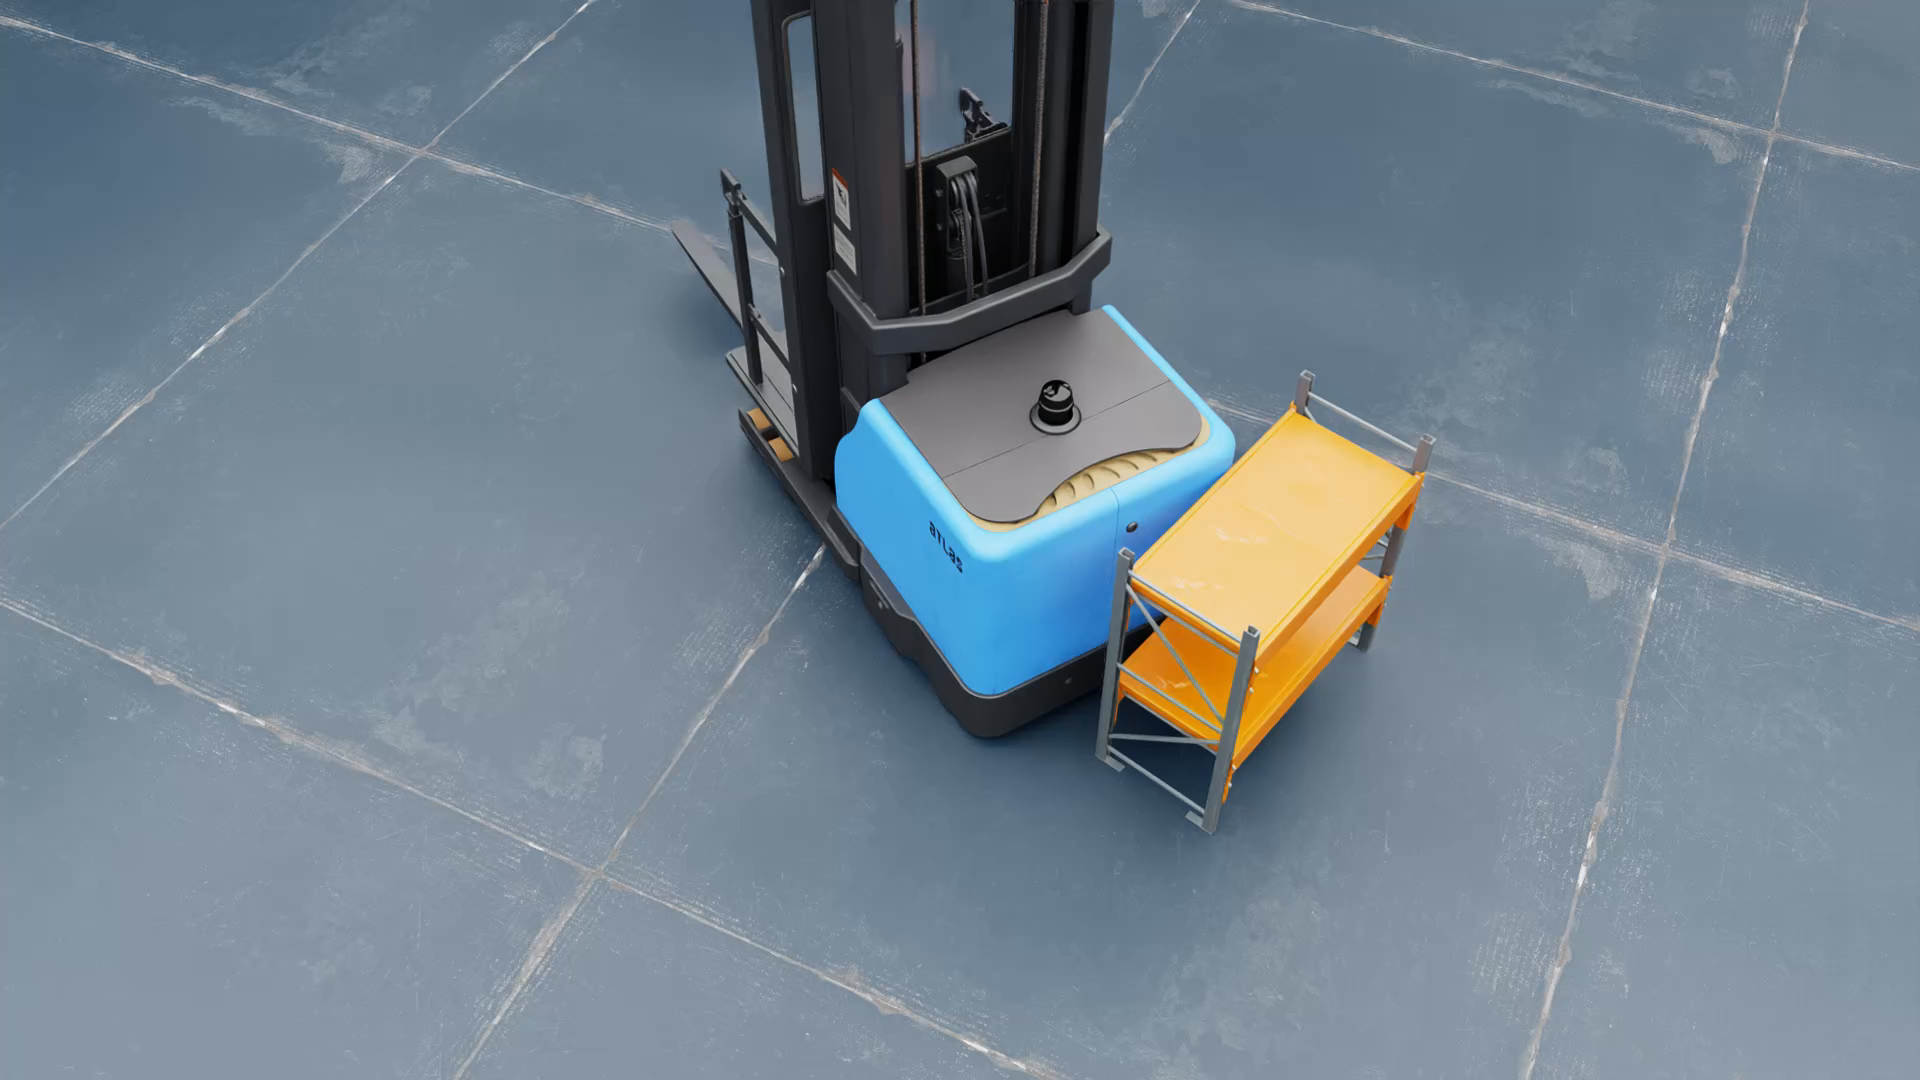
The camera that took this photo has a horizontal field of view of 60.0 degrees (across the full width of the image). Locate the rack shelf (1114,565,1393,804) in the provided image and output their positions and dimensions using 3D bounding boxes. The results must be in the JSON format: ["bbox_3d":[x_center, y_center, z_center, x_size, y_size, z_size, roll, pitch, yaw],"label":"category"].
[{"bbox_3d":[1.009,0.380,5.824,0.538,0.278,1.000,33,57,25],"label":"rack shelf"}]

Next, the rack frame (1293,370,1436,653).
[{"bbox_3d":[1.337,-0.074,5.890,0.500,1.125,0.032,33,57,25],"label":"rack frame"}]

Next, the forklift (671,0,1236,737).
[{"bbox_3d":[-0.251,-1.373,5.808,1.130,2.935,3.031,-24,54,-19],"label":"forklift"}]

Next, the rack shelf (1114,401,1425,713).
[{"bbox_3d":[1.009,0.032,5.415,0.538,0.278,1.000,33,57,25],"label":"rack shelf"}]

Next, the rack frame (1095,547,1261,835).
[{"bbox_3d":[0.681,0.517,5.386,0.500,1.125,0.032,33,57,25],"label":"rack frame"}]

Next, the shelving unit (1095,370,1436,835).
[{"bbox_3d":[1.009,0.221,5.638,0.538,1.125,1.048,33,57,25],"label":"shelving unit"}]
